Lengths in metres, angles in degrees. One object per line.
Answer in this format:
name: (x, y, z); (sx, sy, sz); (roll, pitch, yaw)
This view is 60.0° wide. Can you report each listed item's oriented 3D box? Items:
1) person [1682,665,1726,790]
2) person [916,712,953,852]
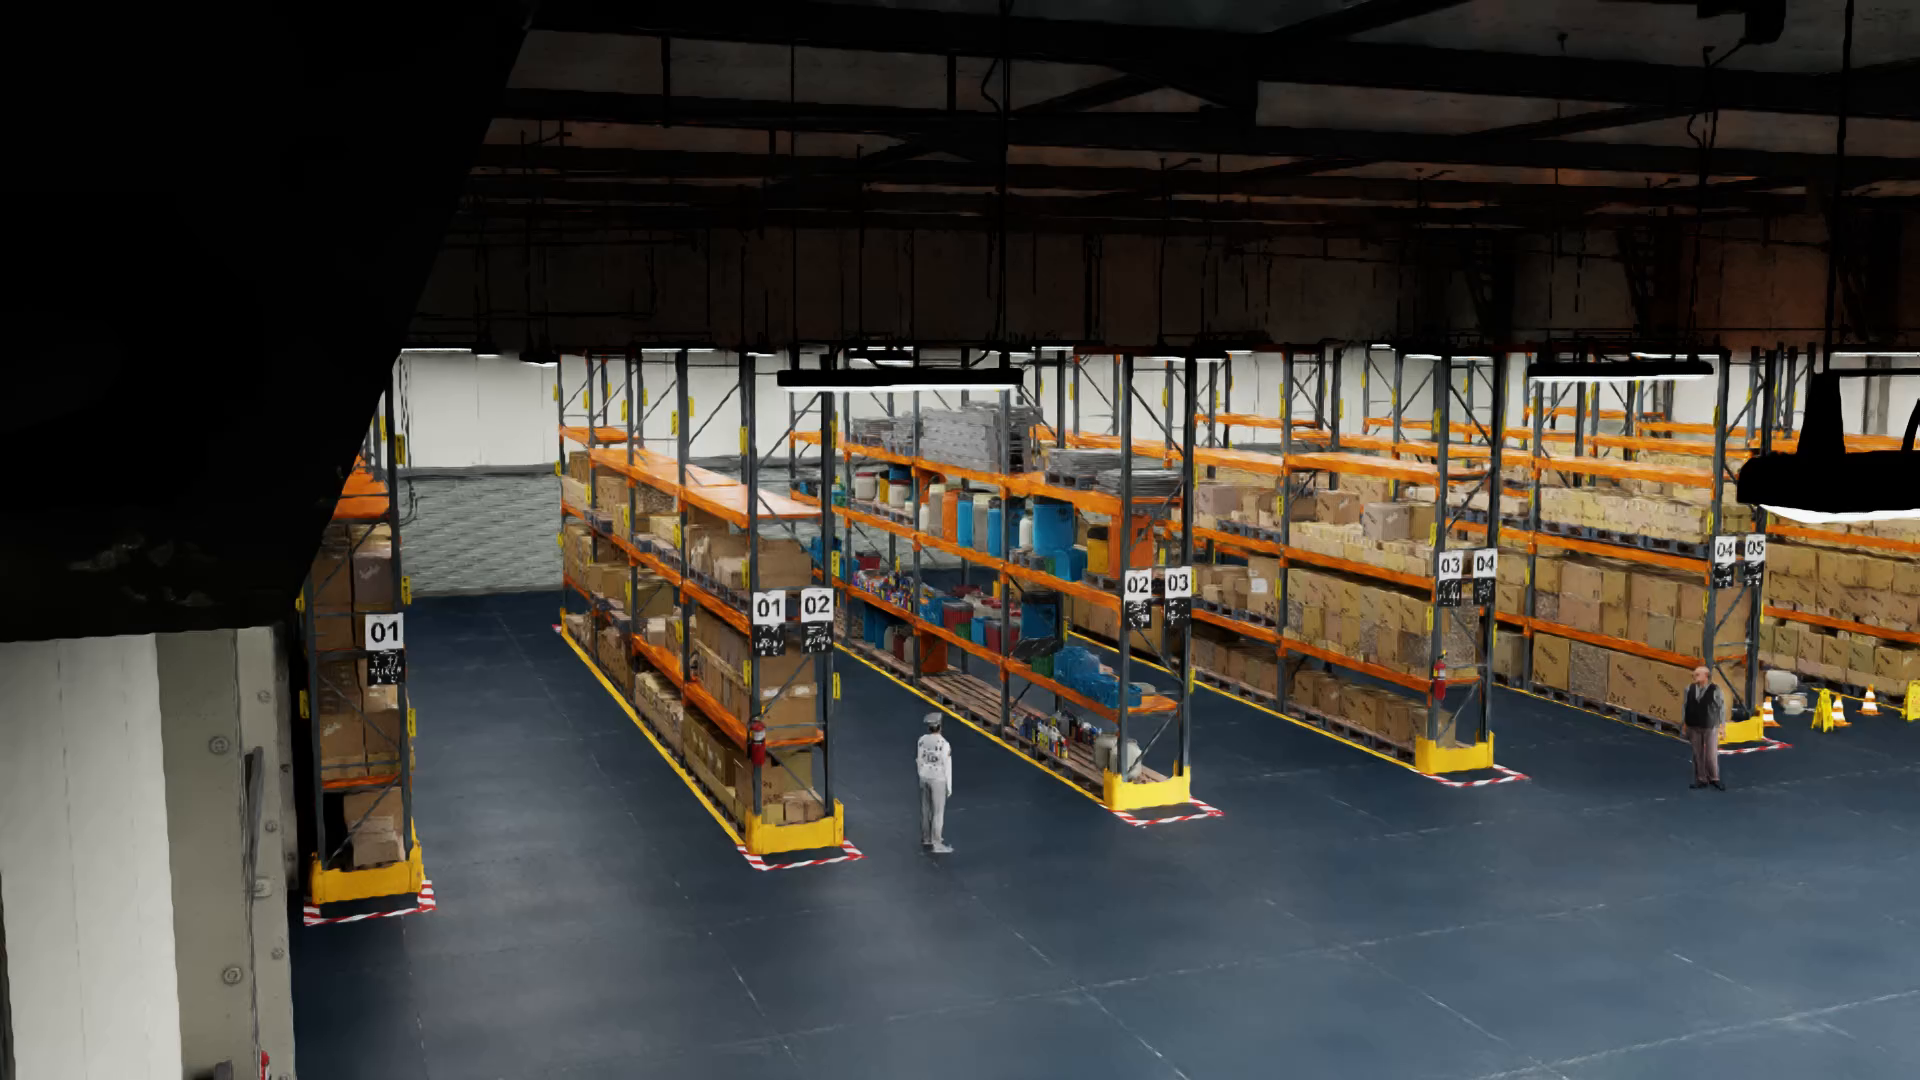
person: (10.237, 2.578, 22.855); (0.635, 1.707, 0.403); (7, 10, 42)
person: (-0.289, 2.930, 20.217); (0.537, 1.676, 0.416); (6, 9, 38)
